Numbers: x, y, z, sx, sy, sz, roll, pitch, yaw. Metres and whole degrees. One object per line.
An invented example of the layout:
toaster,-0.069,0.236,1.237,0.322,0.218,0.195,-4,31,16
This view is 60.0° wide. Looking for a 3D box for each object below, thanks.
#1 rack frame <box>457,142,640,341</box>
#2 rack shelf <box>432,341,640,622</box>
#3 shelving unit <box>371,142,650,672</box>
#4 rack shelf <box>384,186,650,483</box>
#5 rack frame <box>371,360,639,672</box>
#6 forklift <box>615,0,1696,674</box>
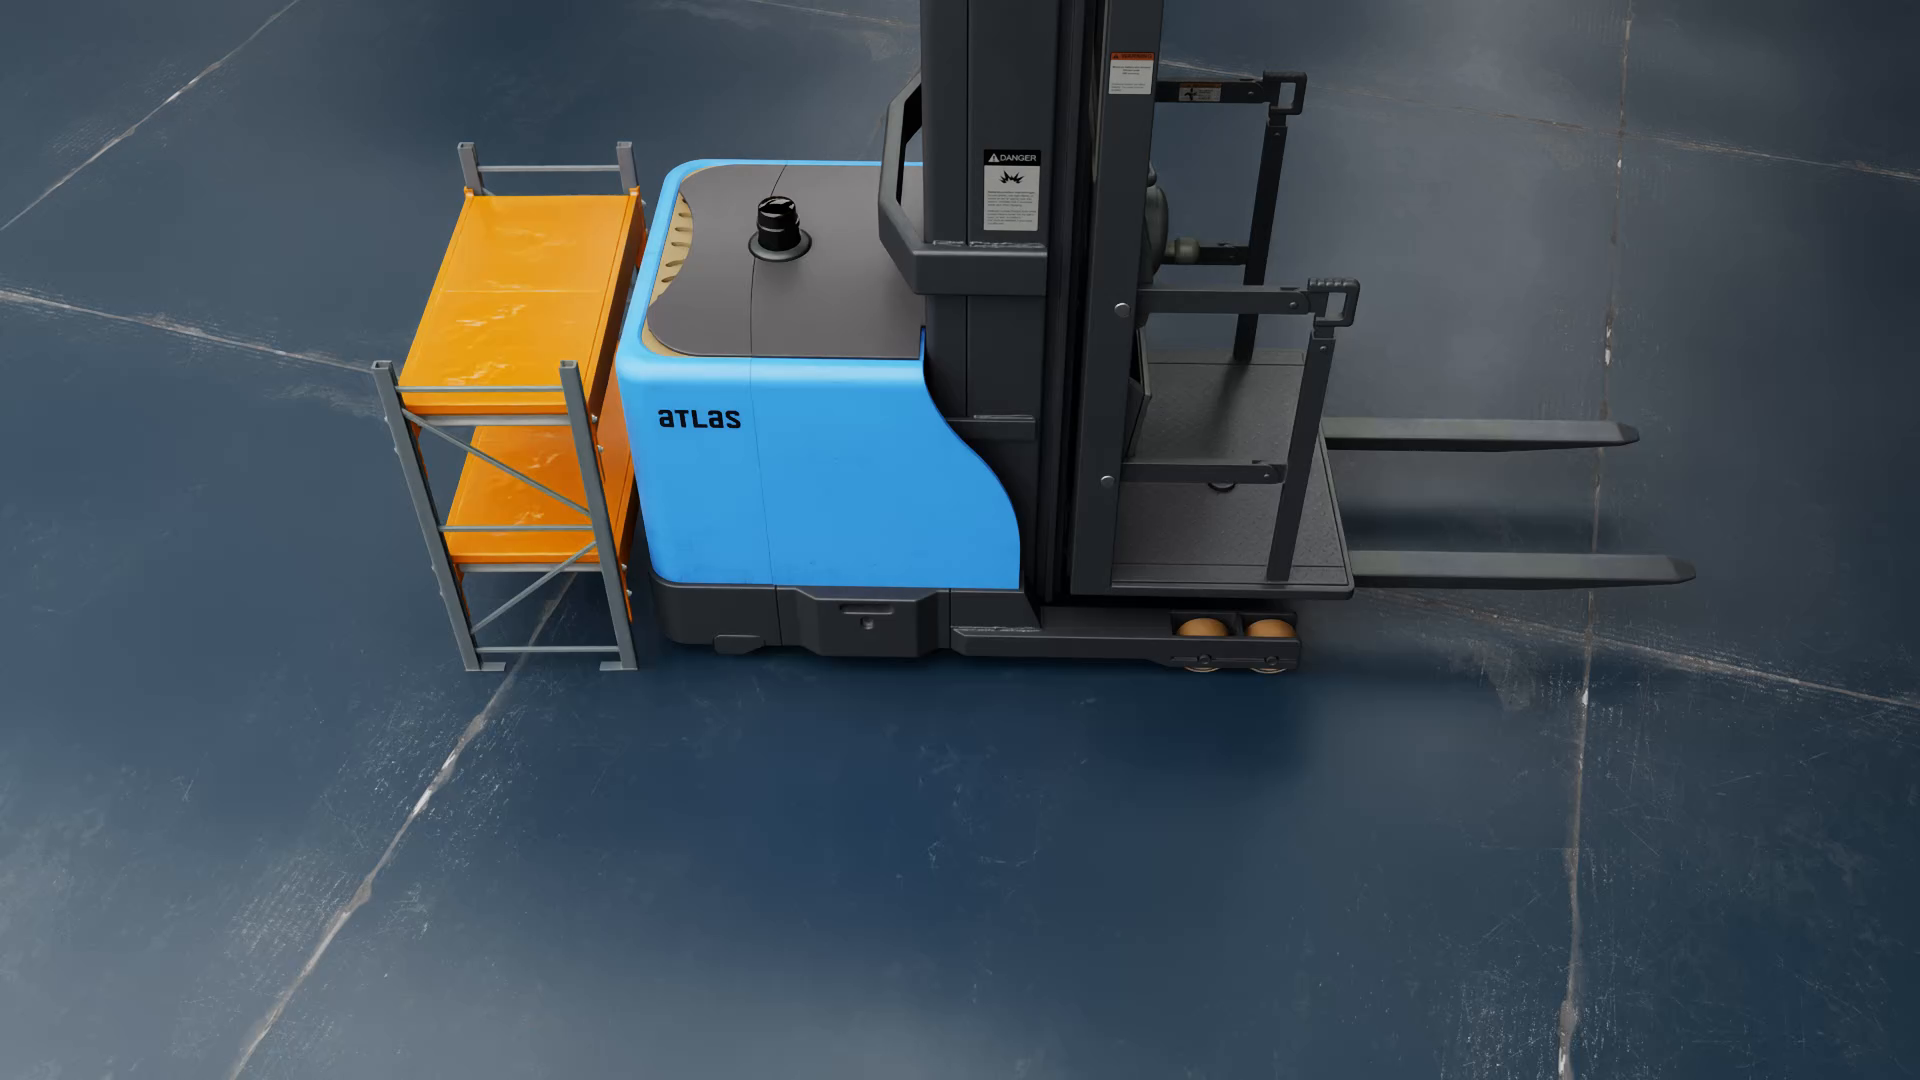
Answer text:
rack frame,-1.200,-0.741,5.203,0.500,1.125,0.032,0,44,0
rack shelf,-1.196,-0.210,5.010,0.538,0.278,1.000,0,44,0
shelving unit,-1.196,-0.385,4.839,0.538,1.125,1.048,0,44,0
rack shelf,-1.196,-0.594,4.635,0.538,0.278,1.000,0,44,0
rack frame,-1.192,-0.030,4.476,0.500,1.125,0.032,0,44,0
forklift,0.630,-1.037,4.215,3.031,2.935,1.130,1,44,1
